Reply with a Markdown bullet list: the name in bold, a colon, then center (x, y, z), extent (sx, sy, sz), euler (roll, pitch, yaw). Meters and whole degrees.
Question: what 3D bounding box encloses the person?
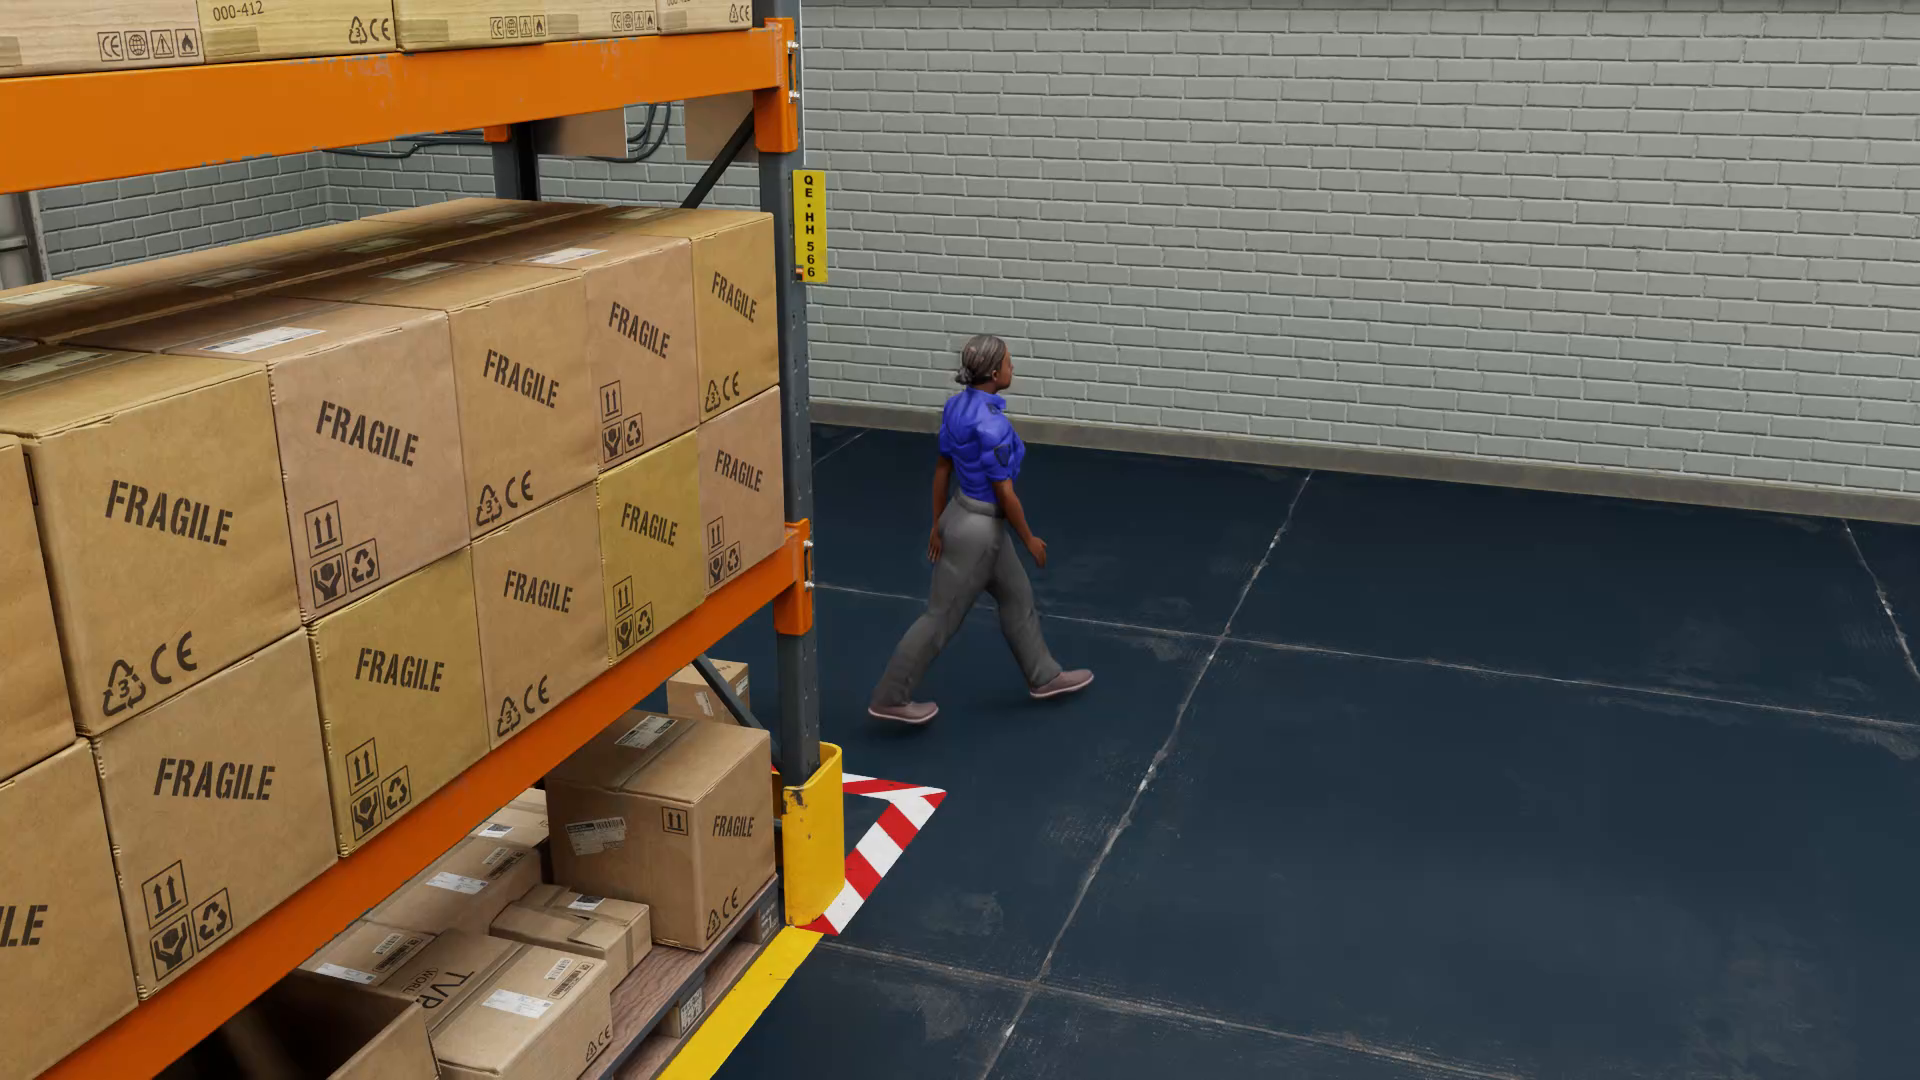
- **person**: center (0.109, -0.043, 6.684), extent (1.013, 1.591, 0.439), euler (-5, 19, -13)
